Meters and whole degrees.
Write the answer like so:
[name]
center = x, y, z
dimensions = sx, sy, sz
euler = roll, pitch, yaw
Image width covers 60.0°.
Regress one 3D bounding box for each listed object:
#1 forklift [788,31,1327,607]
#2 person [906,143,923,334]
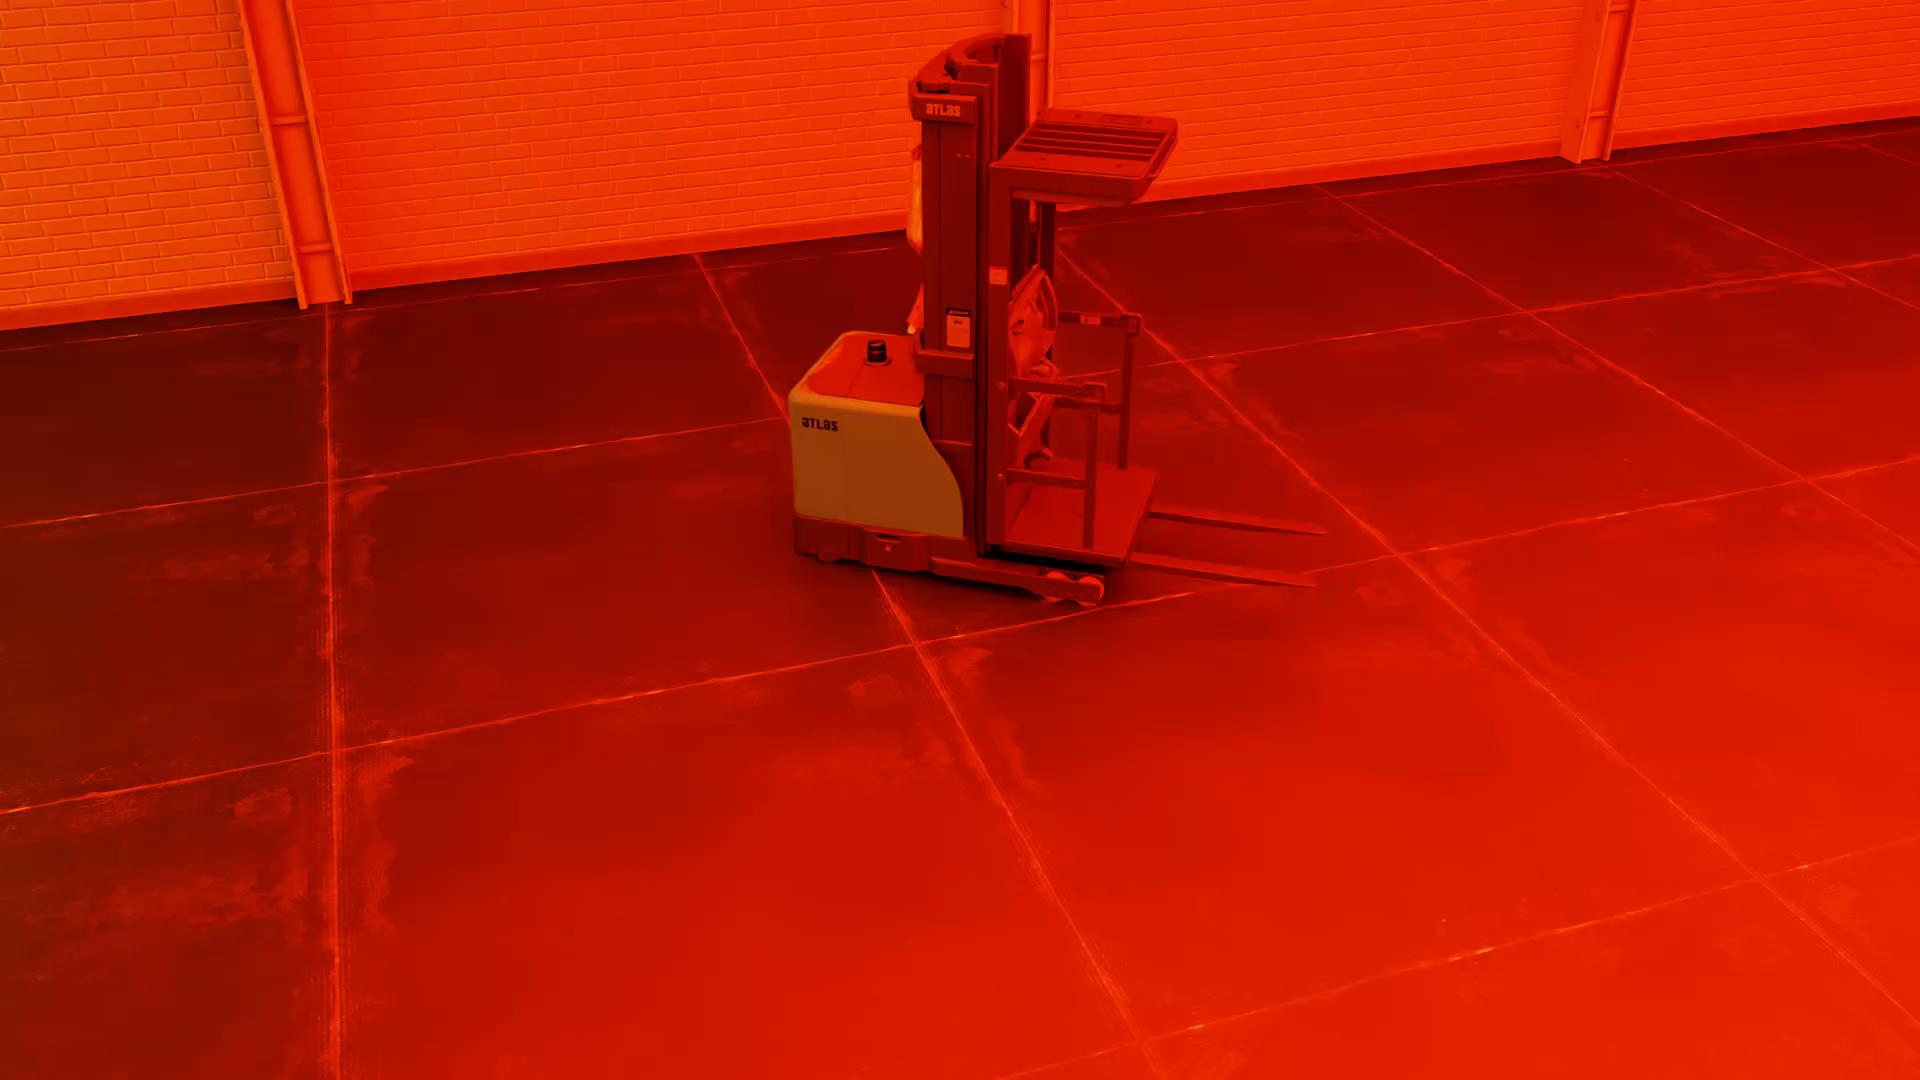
[forklift]
center = 0.592, -1.191, 9.156
dimensions = 3.031, 2.935, 1.130
euler = 8, 31, 14
[person]
center = -0.168, -2.278, 12.395
dimensions = 0.477, 1.618, 0.687
euler = -9, 31, -16
